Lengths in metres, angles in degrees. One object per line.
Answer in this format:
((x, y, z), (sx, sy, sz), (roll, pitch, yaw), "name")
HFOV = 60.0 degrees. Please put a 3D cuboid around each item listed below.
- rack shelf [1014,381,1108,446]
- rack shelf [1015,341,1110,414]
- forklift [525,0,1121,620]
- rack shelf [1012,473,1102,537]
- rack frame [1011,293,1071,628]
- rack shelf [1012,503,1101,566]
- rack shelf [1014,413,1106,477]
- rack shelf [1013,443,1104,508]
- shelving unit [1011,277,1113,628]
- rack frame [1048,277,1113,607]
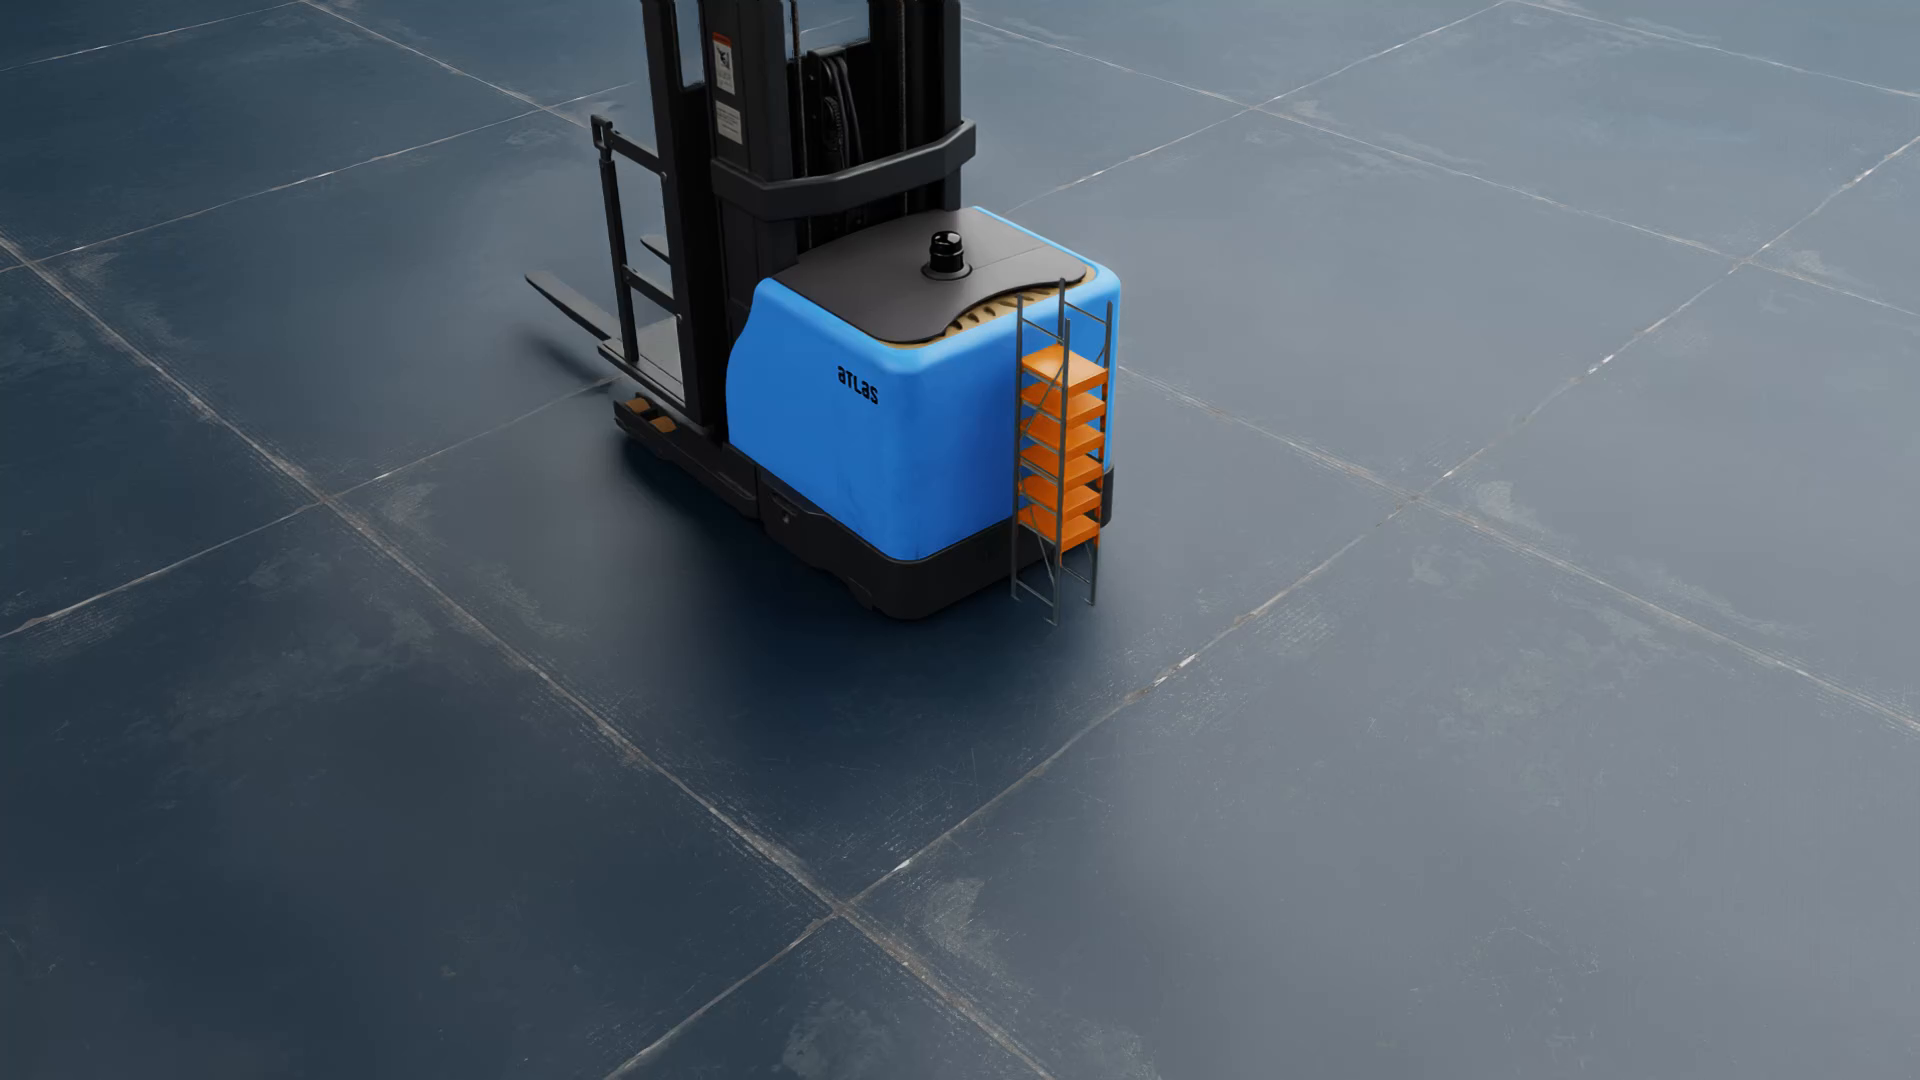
((0.331, -0.433, 5.480), (0.180, 0.103, 0.258), (-26, 42, -32), "rack shelf")
((0.331, -0.531, 5.411), (0.180, 0.103, 0.258), (-26, 42, -32), "rack shelf")
((-0.764, -1.698, 6.123), (1.130, 2.935, 3.031), (-26, 42, -32), "forklift")
((0.331, -0.137, 5.686), (0.180, 0.103, 0.258), (-26, 42, -32), "rack shelf")
((0.261, -0.239, 5.543), (0.006, 1.200, 0.240), (-26, 42, -32), "rack frame")
((0.331, -0.039, 5.754), (0.180, 0.103, 0.258), (-26, 42, -32), "rack shelf")
((0.331, -0.334, 5.548), (0.180, 0.103, 0.258), (-26, 42, -32), "rack shelf")
((0.331, -0.236, 5.617), (0.180, 0.103, 0.258), (-26, 42, -32), "rack shelf")
((0.331, -0.272, 5.591), (0.189, 1.200, 0.258), (-26, 42, -32), "shelving unit")
((0.401, -0.306, 5.640), (0.006, 1.200, 0.240), (-26, 42, -32), "rack frame")
